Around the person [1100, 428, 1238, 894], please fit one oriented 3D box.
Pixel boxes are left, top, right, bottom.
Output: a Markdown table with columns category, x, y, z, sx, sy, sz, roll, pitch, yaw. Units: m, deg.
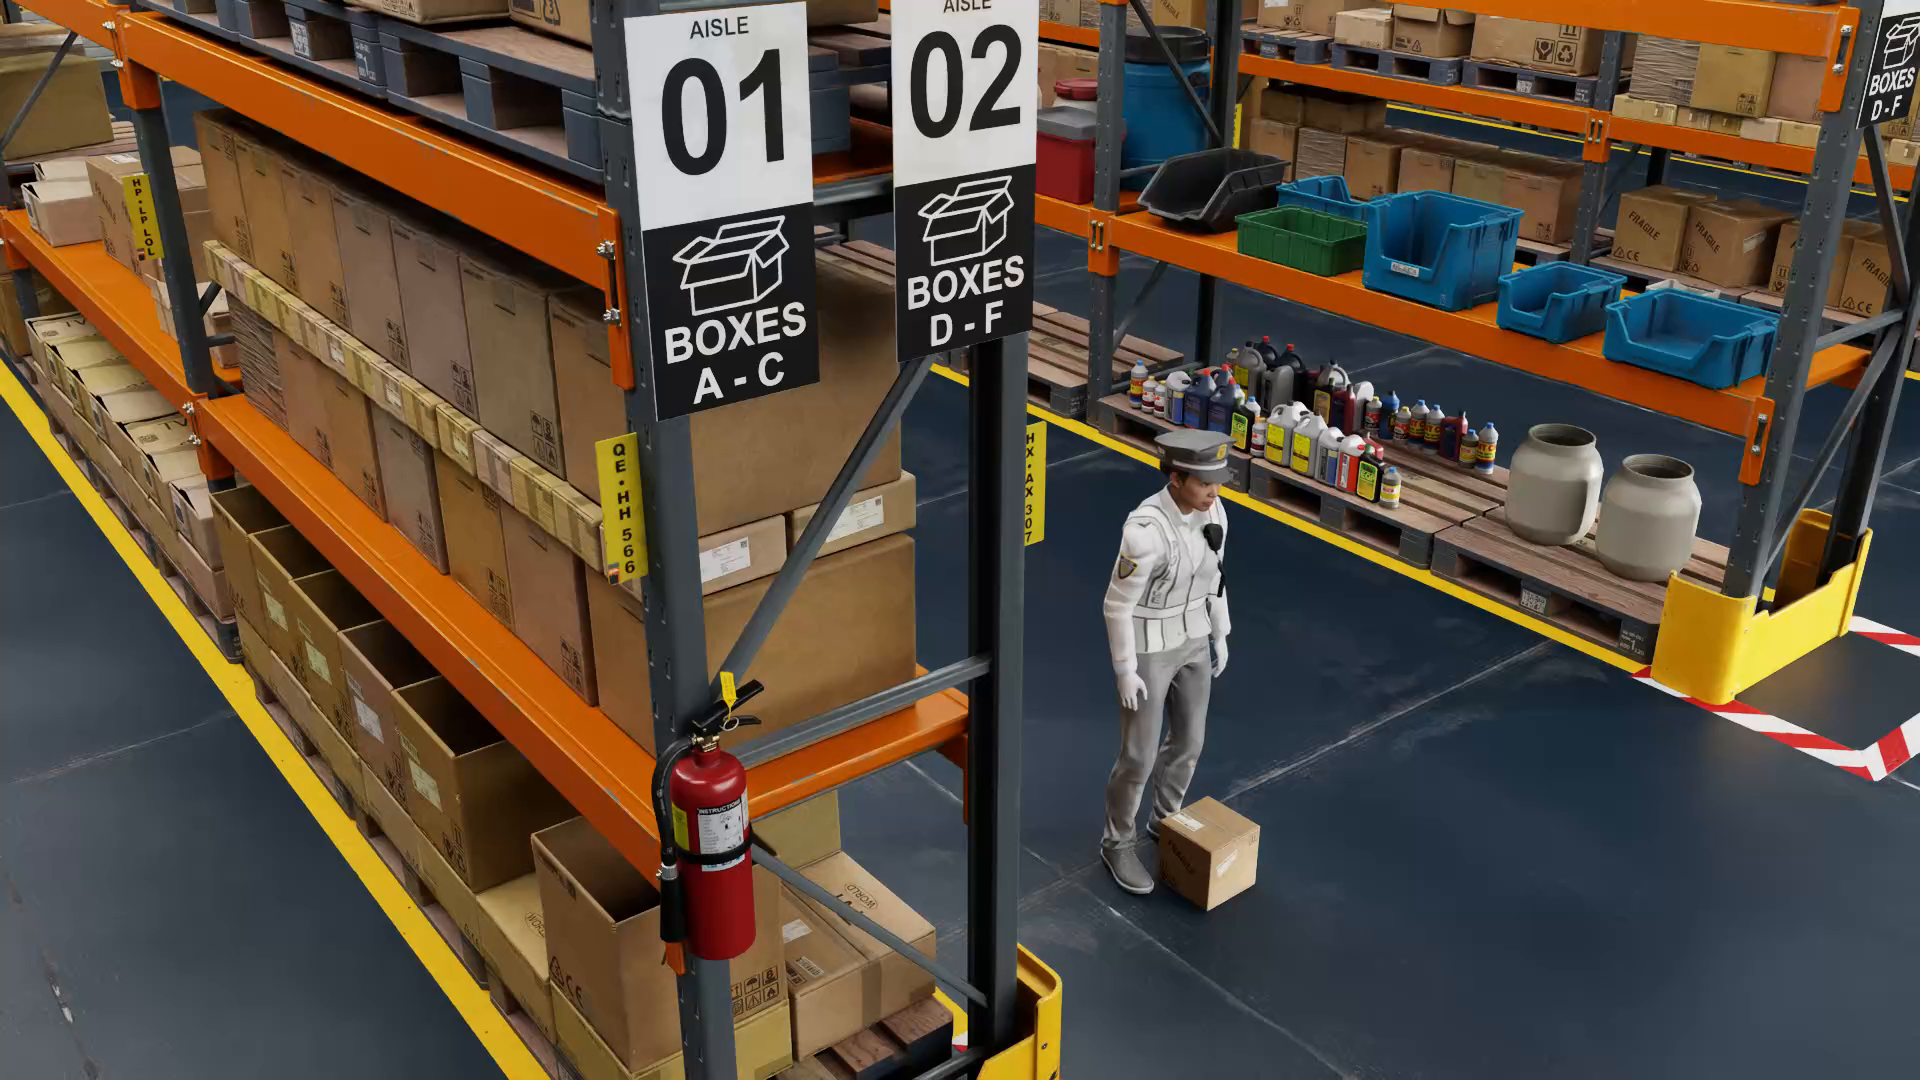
| category | x | y | z | sx | sy | sz | roll | pitch | yaw |
| --- | --- | --- | --- | --- | --- | --- | --- | --- | --- |
| person | 0.721 | 0.391 | 5.758 | 0.529 | 1.664 | 0.371 | -18 | 30 | -34 |
